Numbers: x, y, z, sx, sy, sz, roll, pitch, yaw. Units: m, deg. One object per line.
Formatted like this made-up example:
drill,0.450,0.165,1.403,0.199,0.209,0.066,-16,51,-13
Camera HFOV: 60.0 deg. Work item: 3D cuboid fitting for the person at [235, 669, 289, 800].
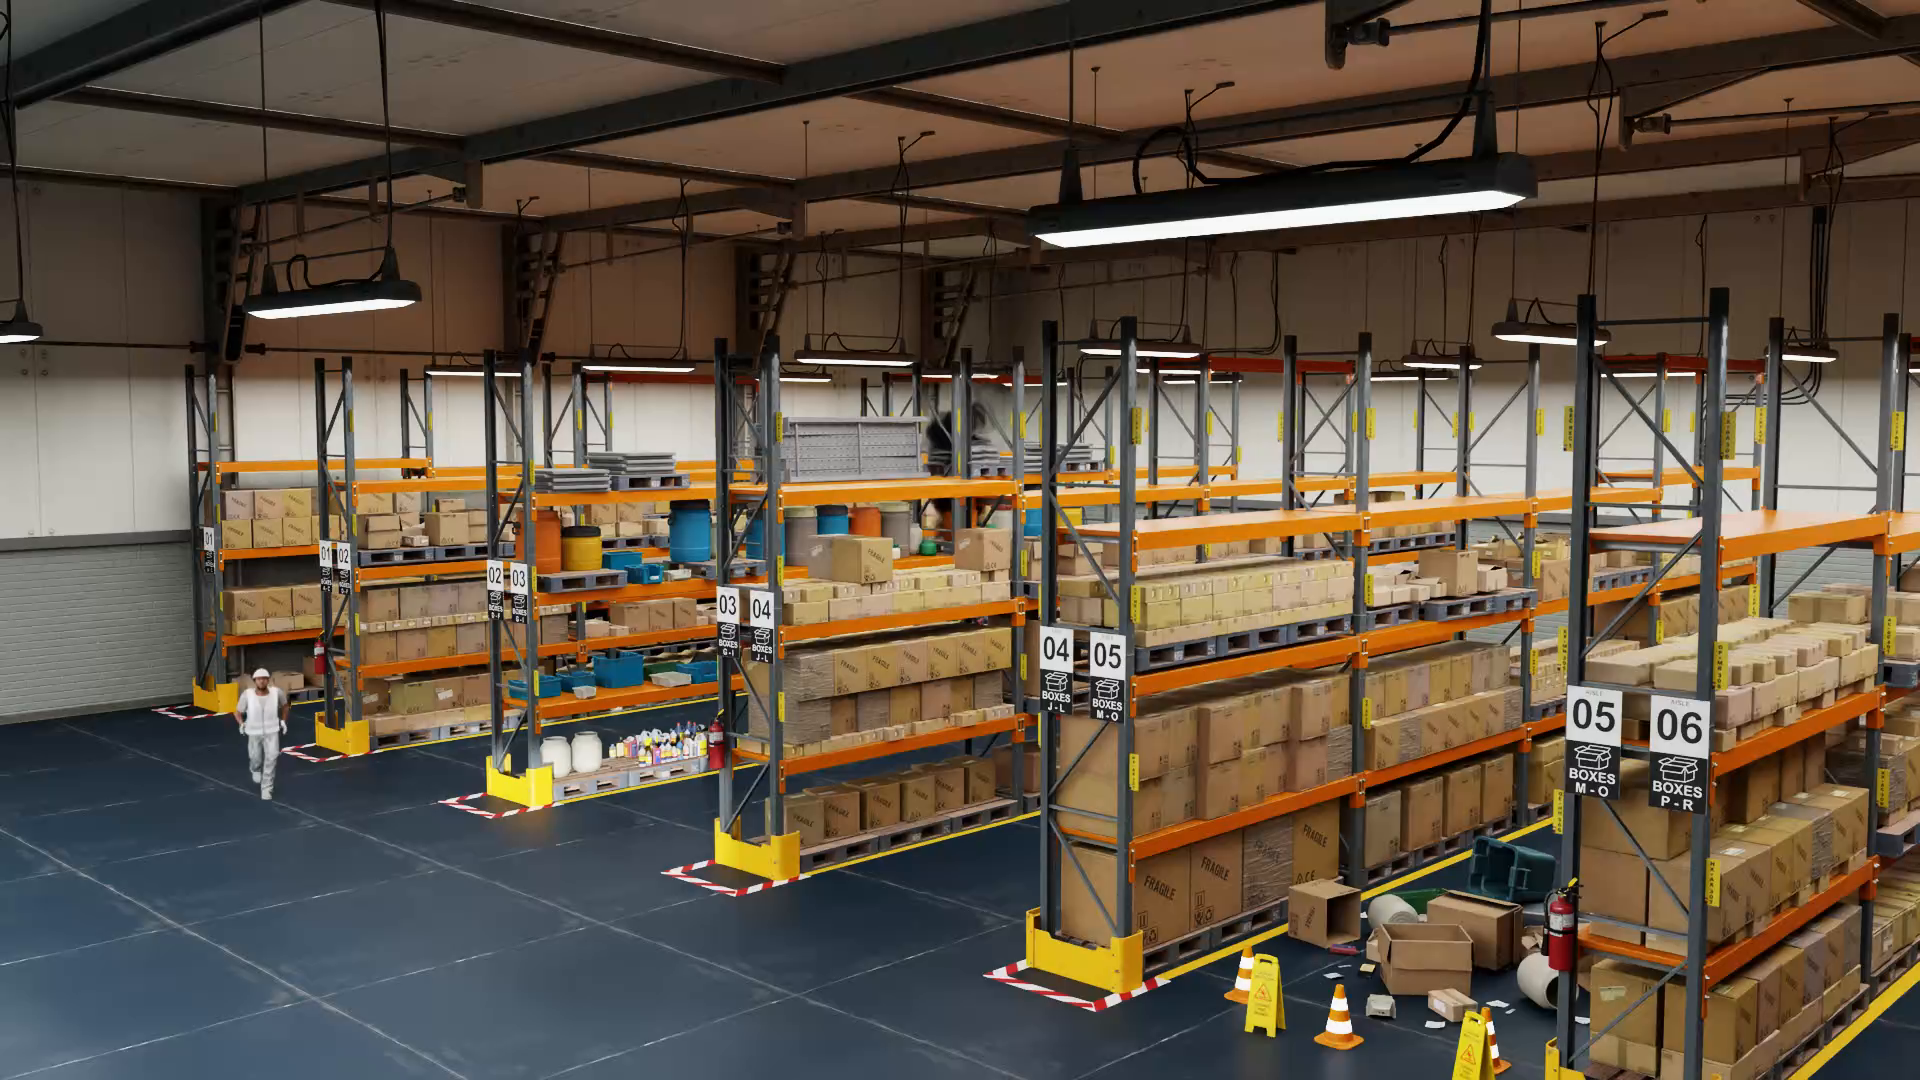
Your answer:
person,-9.386,2.586,22.405,0.676,1.748,0.763,-2,5,-26
